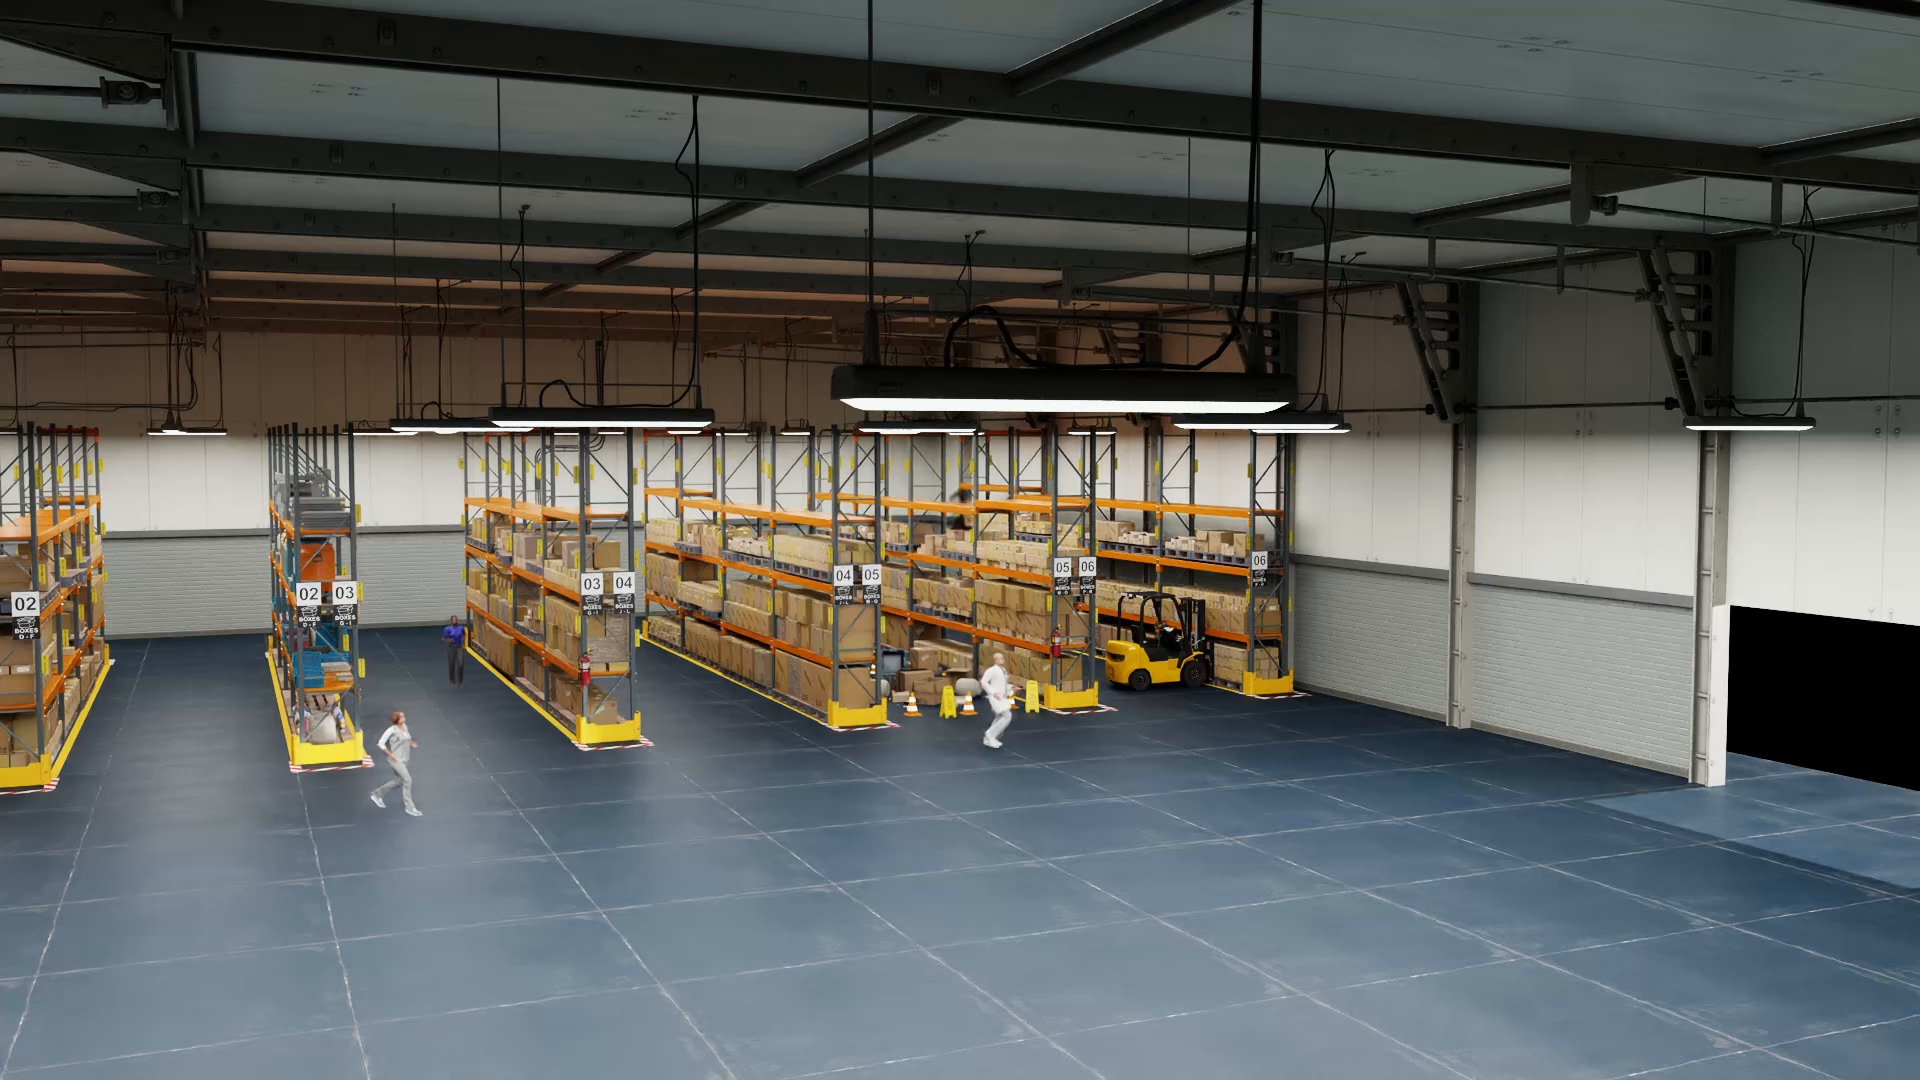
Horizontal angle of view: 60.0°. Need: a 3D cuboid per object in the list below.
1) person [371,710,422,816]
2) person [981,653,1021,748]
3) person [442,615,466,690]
[{"bbox_3d":[-8.568,3.380,25.286,0.803,1.606,0.515,0,4,7],"label":"person"},{"bbox_3d":[0.753,2.964,30.744,0.695,1.750,0.680,1,4,20],"label":"person"},{"bbox_3d":[-11.591,2.573,38.139,0.567,1.718,0.766,-2,4,-24],"label":"person"}]
